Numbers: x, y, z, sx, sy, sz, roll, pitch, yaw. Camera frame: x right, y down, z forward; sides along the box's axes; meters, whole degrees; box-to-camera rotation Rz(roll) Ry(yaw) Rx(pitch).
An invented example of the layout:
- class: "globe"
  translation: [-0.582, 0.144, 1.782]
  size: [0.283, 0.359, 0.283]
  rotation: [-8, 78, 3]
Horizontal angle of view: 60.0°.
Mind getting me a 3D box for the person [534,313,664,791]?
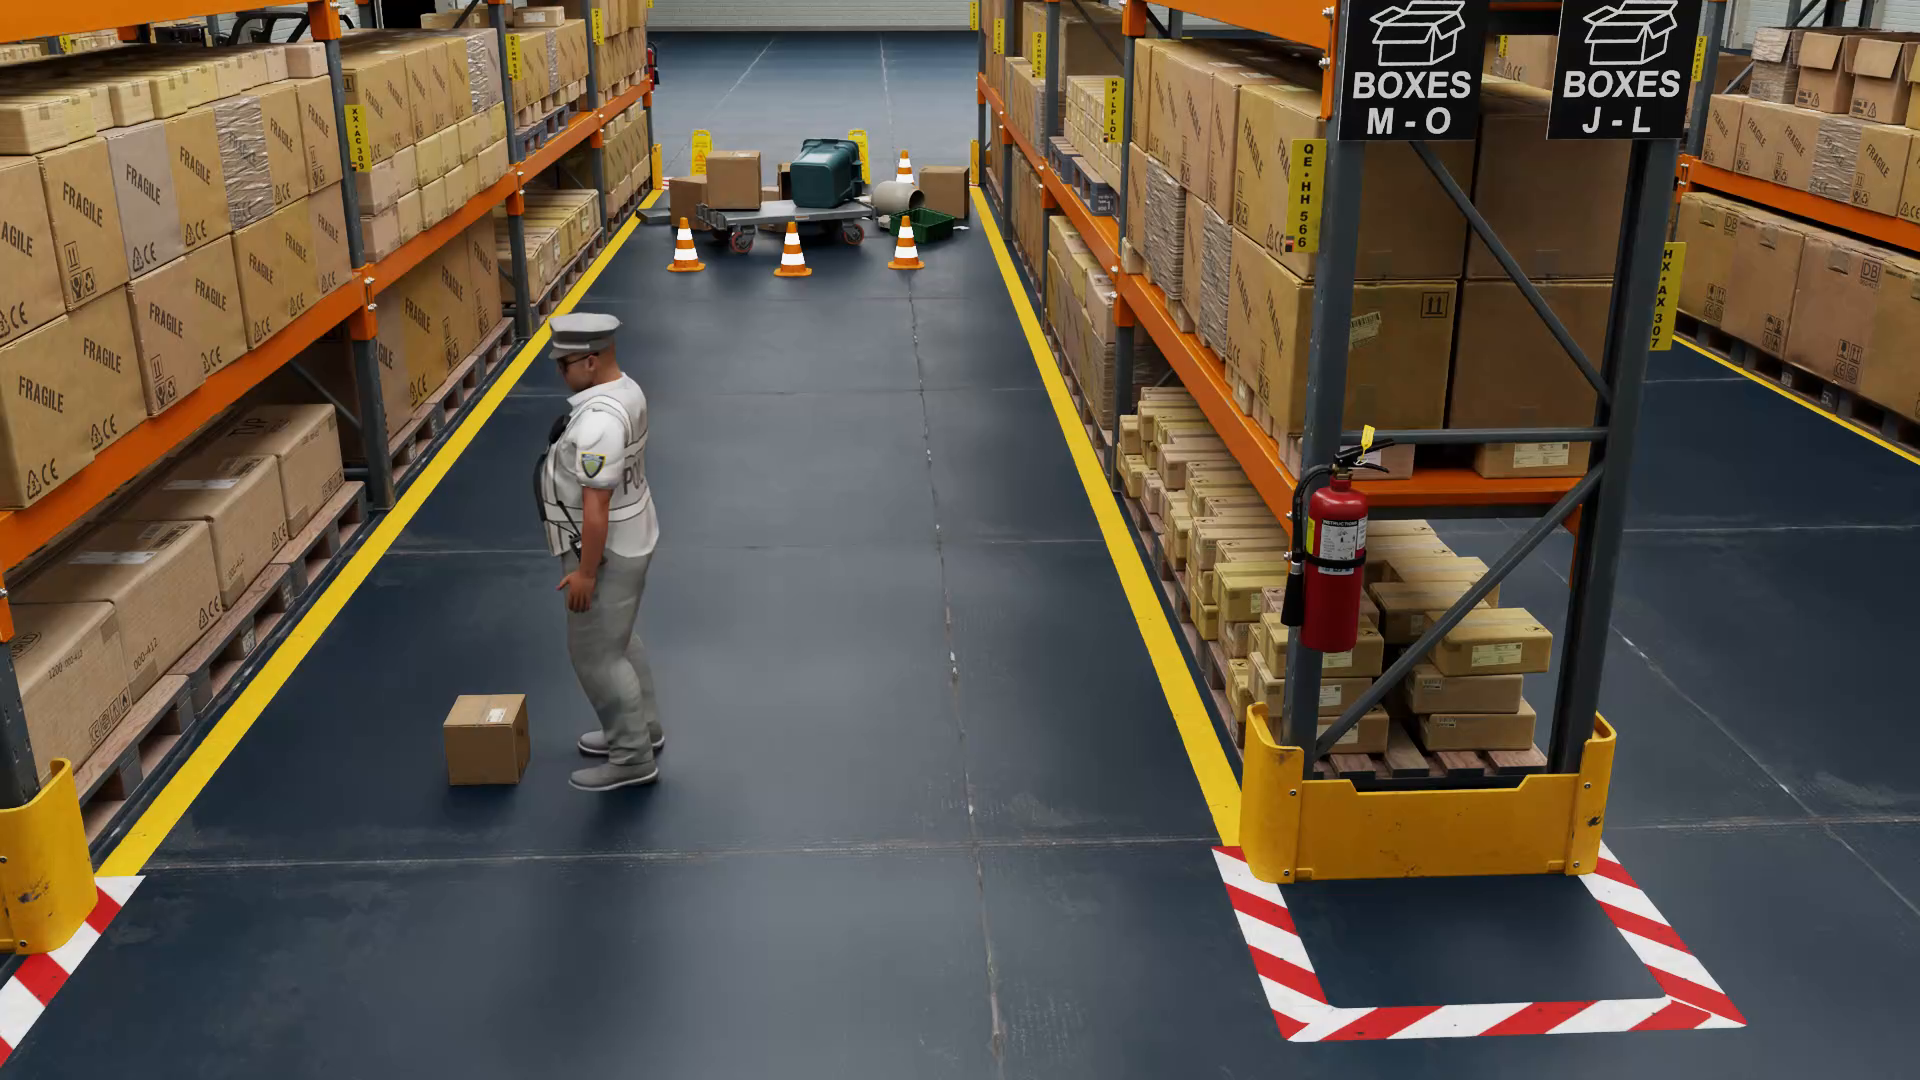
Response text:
- class: "person"
  translation: [-1.284, 0.049, 5.969]
  size: [0.392, 1.751, 0.529]
  rotation: [-1, 20, -2]
